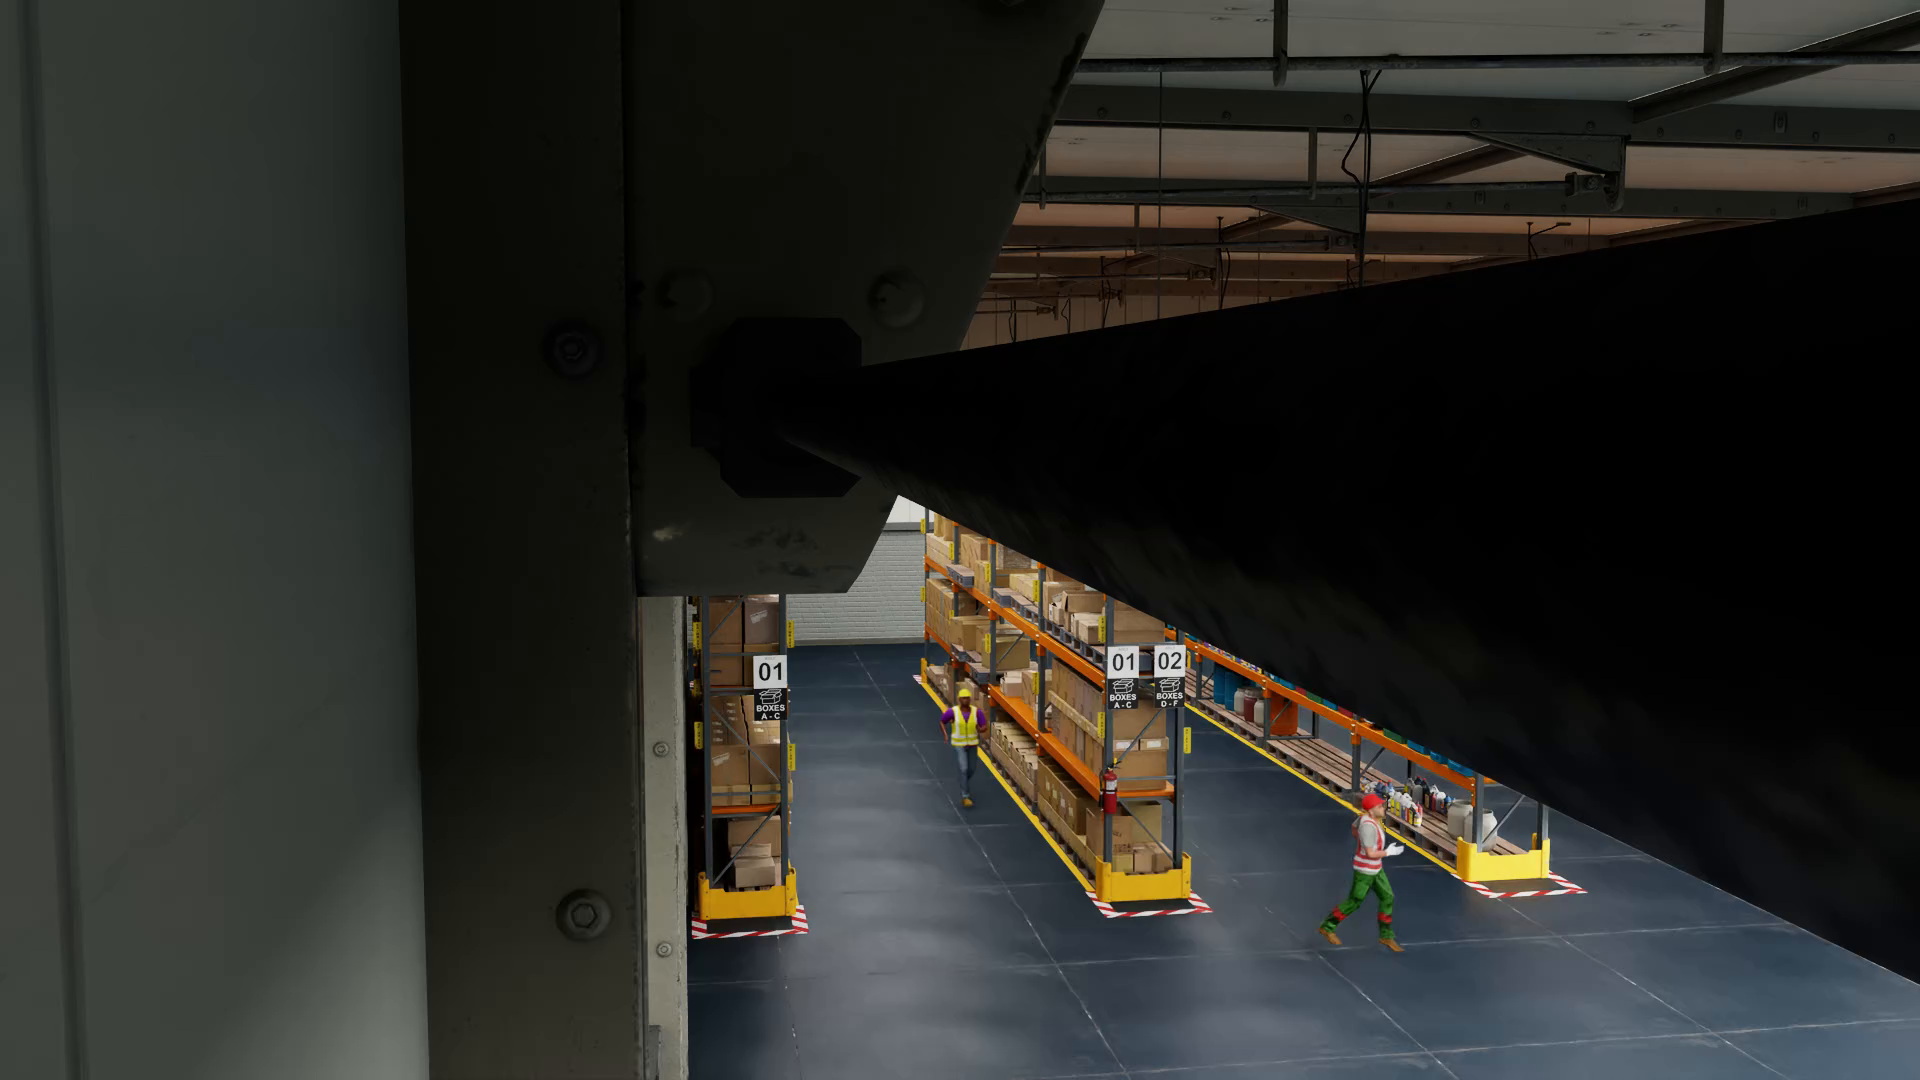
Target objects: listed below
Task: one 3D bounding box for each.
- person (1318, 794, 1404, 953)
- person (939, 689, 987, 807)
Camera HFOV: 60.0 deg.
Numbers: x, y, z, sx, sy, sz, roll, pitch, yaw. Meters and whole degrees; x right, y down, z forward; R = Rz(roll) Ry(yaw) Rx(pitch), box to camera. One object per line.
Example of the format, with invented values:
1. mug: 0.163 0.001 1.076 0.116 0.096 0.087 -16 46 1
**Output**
1. person: 4.580 3.772 18.911 0.943 1.826 0.674 2 5 23
2. person: 0.078 3.169 25.709 0.706 1.743 0.987 -1 5 -16
